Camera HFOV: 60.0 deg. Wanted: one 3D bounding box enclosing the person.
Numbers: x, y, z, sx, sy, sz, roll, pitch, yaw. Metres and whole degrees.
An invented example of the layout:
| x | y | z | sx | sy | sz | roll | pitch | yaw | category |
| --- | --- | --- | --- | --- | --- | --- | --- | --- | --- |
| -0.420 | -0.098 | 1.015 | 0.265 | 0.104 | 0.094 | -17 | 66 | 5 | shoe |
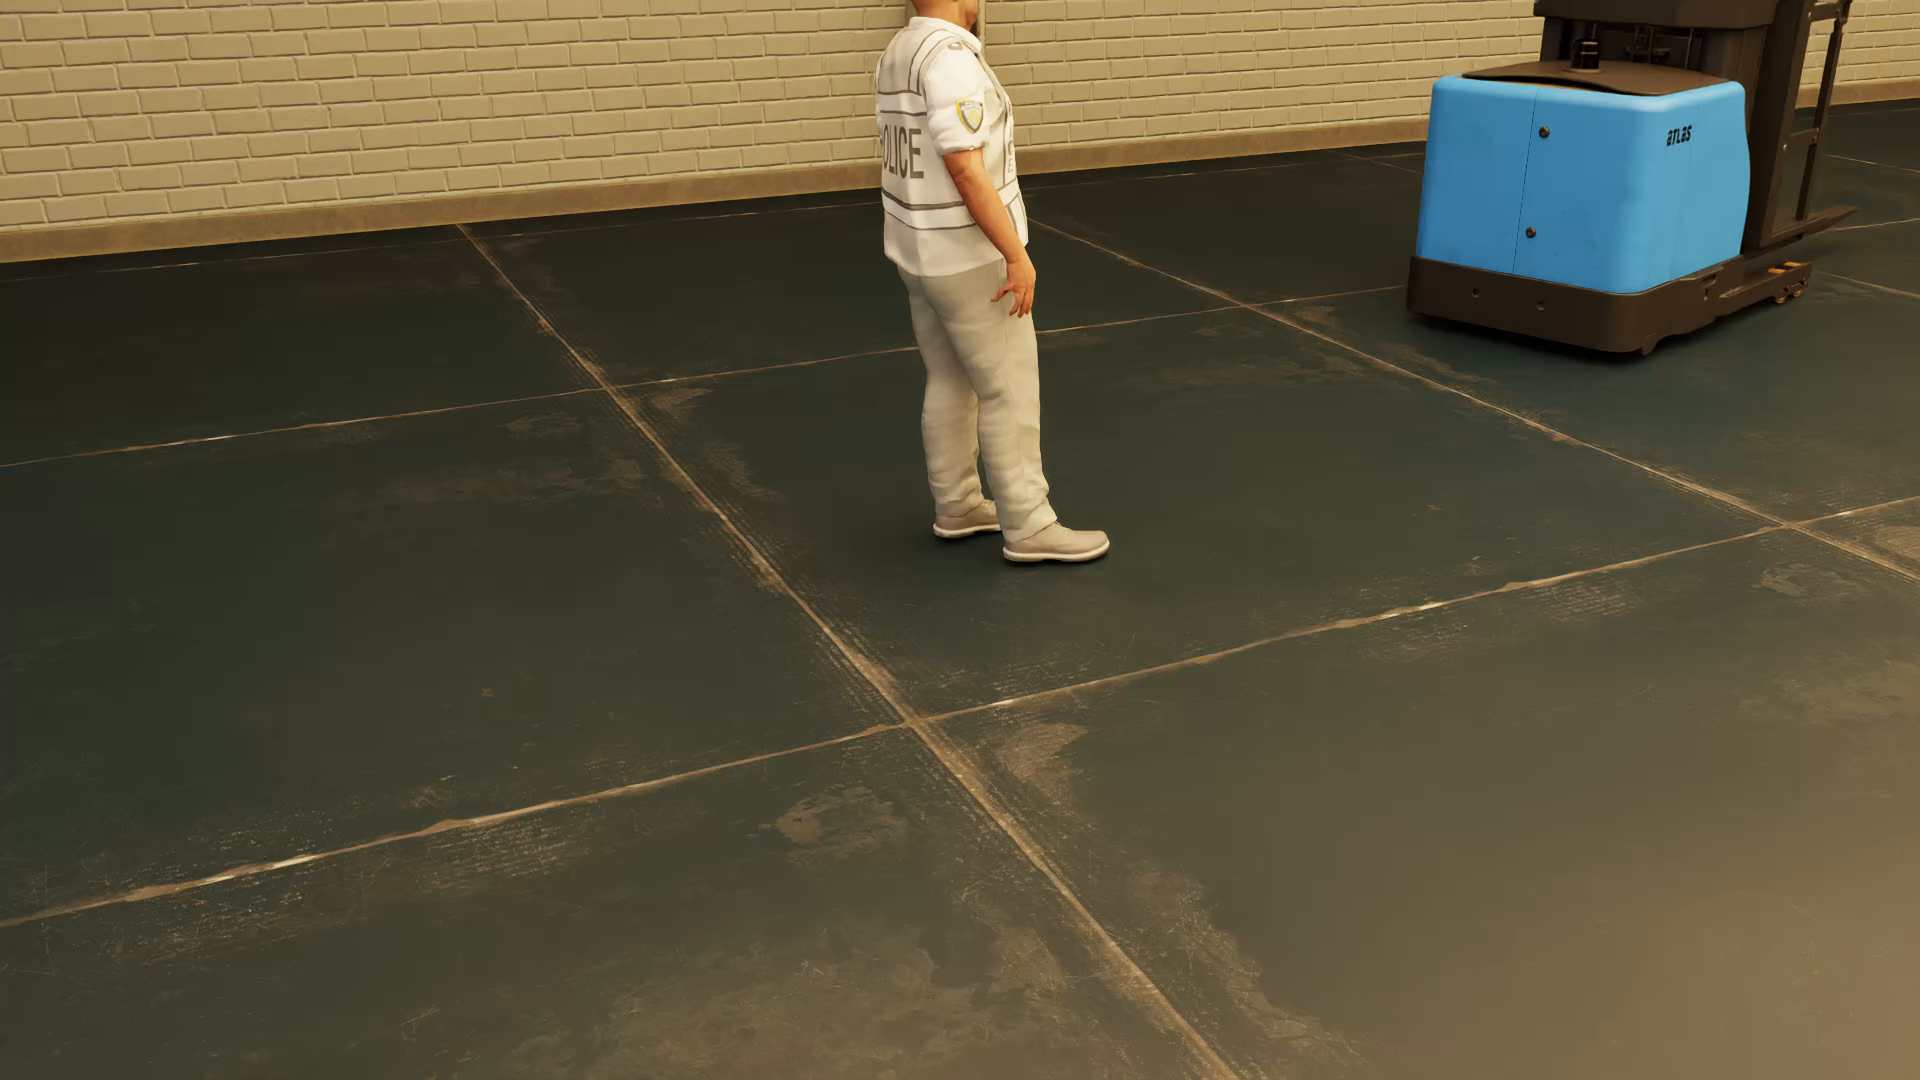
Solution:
| x | y | z | sx | sy | sz | roll | pitch | yaw | category |
| --- | --- | --- | --- | --- | --- | --- | --- | --- | --- |
| 0.075 | -0.838 | 4.782 | 0.575 | 1.781 | 0.640 | -10 | 25 | -23 | person |

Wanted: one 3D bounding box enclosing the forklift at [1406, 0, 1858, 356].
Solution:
| x | y | z | sx | sy | sz | roll | pitch | yaw | category |
| --- | --- | --- | --- | --- | --- | --- | --- | --- | --- |
| 3.393 | -2.580 | 7.497 | 3.031 | 2.935 | 1.130 | -21 | 30 | -40 | forklift |
